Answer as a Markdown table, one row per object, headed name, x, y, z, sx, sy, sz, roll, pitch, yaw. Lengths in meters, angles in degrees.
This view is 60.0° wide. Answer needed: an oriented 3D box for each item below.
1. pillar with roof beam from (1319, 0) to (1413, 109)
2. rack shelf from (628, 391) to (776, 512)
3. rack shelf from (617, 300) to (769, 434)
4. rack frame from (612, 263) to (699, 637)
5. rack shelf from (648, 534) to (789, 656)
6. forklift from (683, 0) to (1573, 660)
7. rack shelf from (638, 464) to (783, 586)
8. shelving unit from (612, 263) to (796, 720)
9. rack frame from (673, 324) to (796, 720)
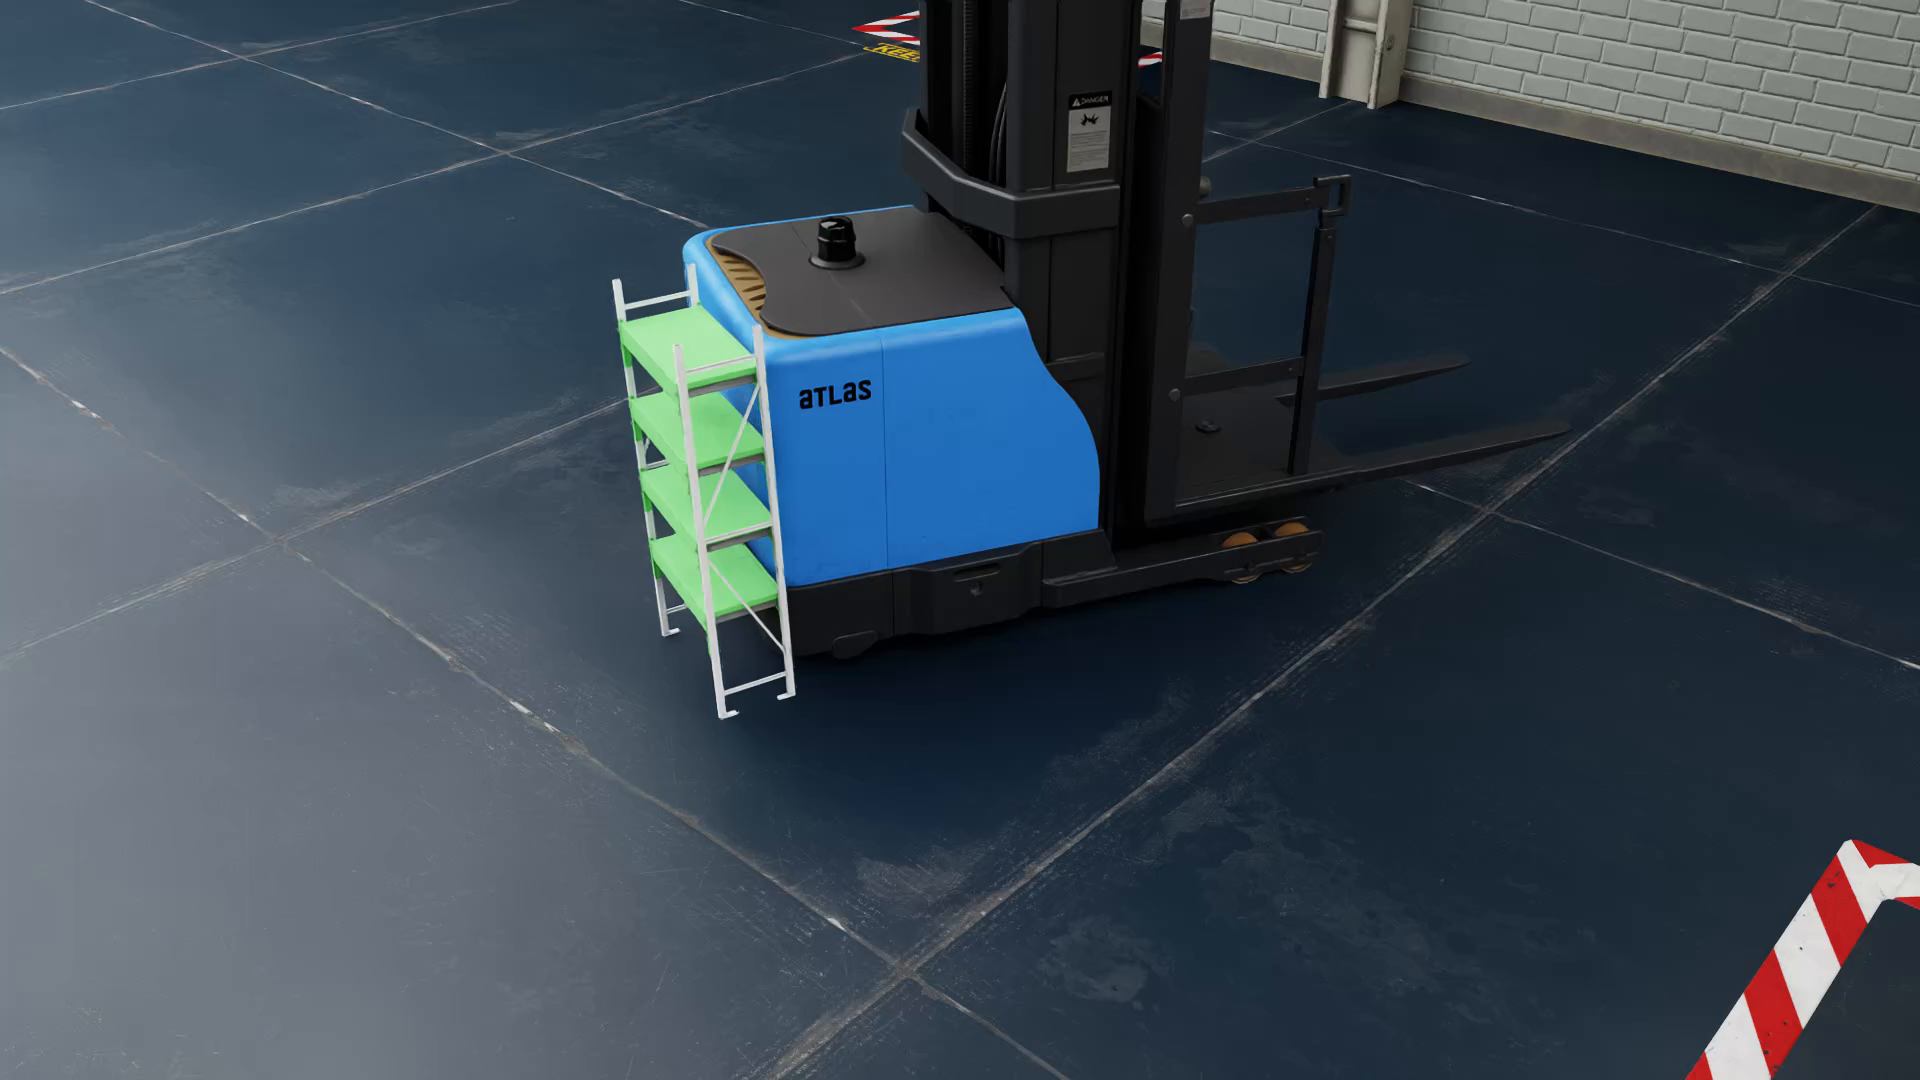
| name | x | y | z | sx | sy | sz | roll | pitch | yaw |
| --- | --- | --- | --- | --- | --- | --- | --- | --- | --- |
| pillar with roof beam | -0.416 | -4.950 | 5.247 | 0.400 | 9.000 | 9.100 | 25 | 39 | 35 |
| rack shelf | -0.733 | -0.279 | 4.702 | 0.258 | 0.148 | 0.480 | -17 | 35 | -23 |
| rack shelf | -0.738 | -0.483 | 4.576 | 0.258 | 0.148 | 0.480 | -17 | 35 | -23 |
| rack frame | -0.845 | -0.240 | 4.979 | 0.240 | 1.200 | 0.015 | -17 | 35 | -23 |
| rack shelf | -0.722 | 0.129 | 4.954 | 0.258 | 0.148 | 0.480 | -17 | 35 | -23 |
| forklift | 0.676 | -1.354 | 5.157 | 3.031 | 2.935 | 1.130 | -11 | 33 | -17 |
| rack shelf | -0.728 | -0.075 | 4.828 | 0.258 | 0.148 | 0.480 | -17 | 35 | -23 |
| shelving unit | -0.729 | -0.129 | 4.795 | 0.258 | 1.200 | 0.503 | -17 | 35 | -23 |
| rack frame | -0.613 | -0.018 | 4.611 | 0.240 | 1.200 | 0.015 | -17 | 35 | -23 |
